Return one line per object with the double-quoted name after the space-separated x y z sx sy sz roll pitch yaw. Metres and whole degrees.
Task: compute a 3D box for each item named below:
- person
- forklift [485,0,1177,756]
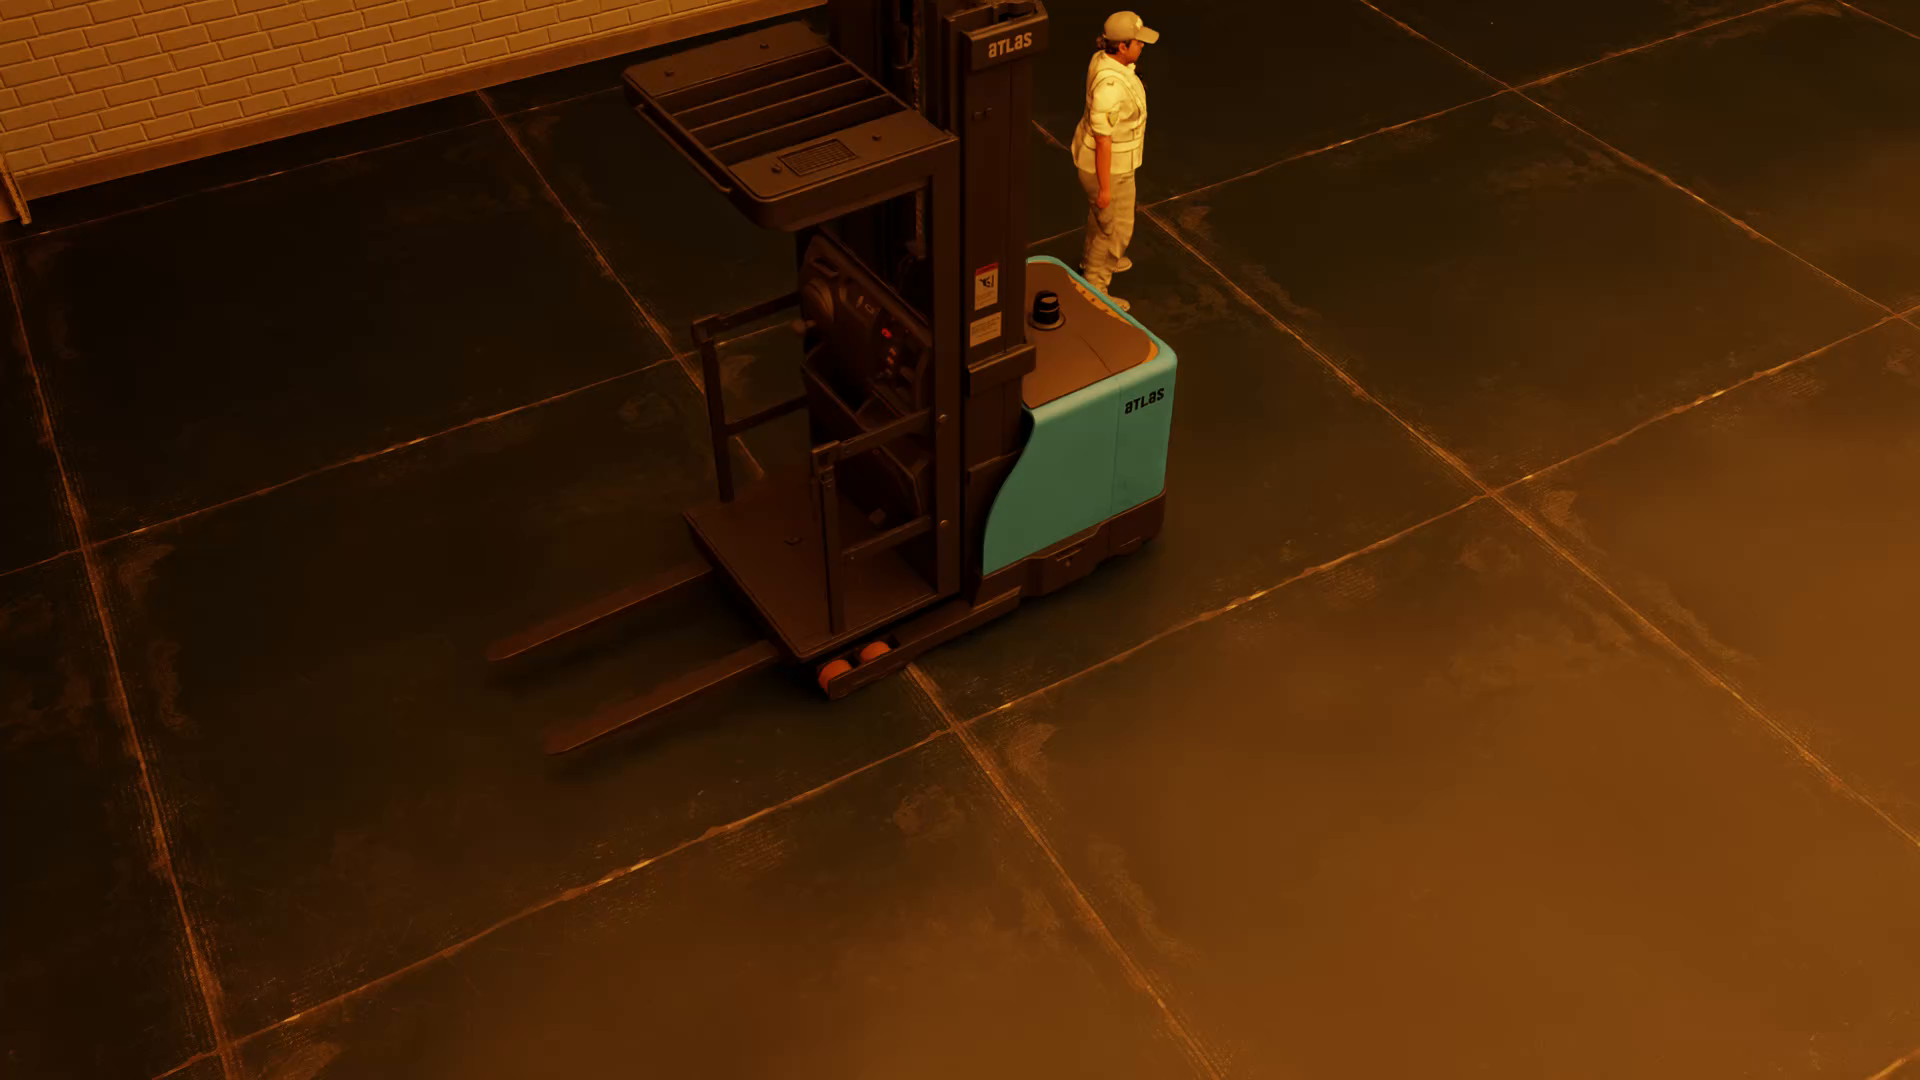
0.794 -2.013 8.808 0.407 1.655 0.628 -1 43 -1 "person"
-0.559 -0.810 6.572 3.031 2.935 1.130 -24 48 -24 "forklift"
